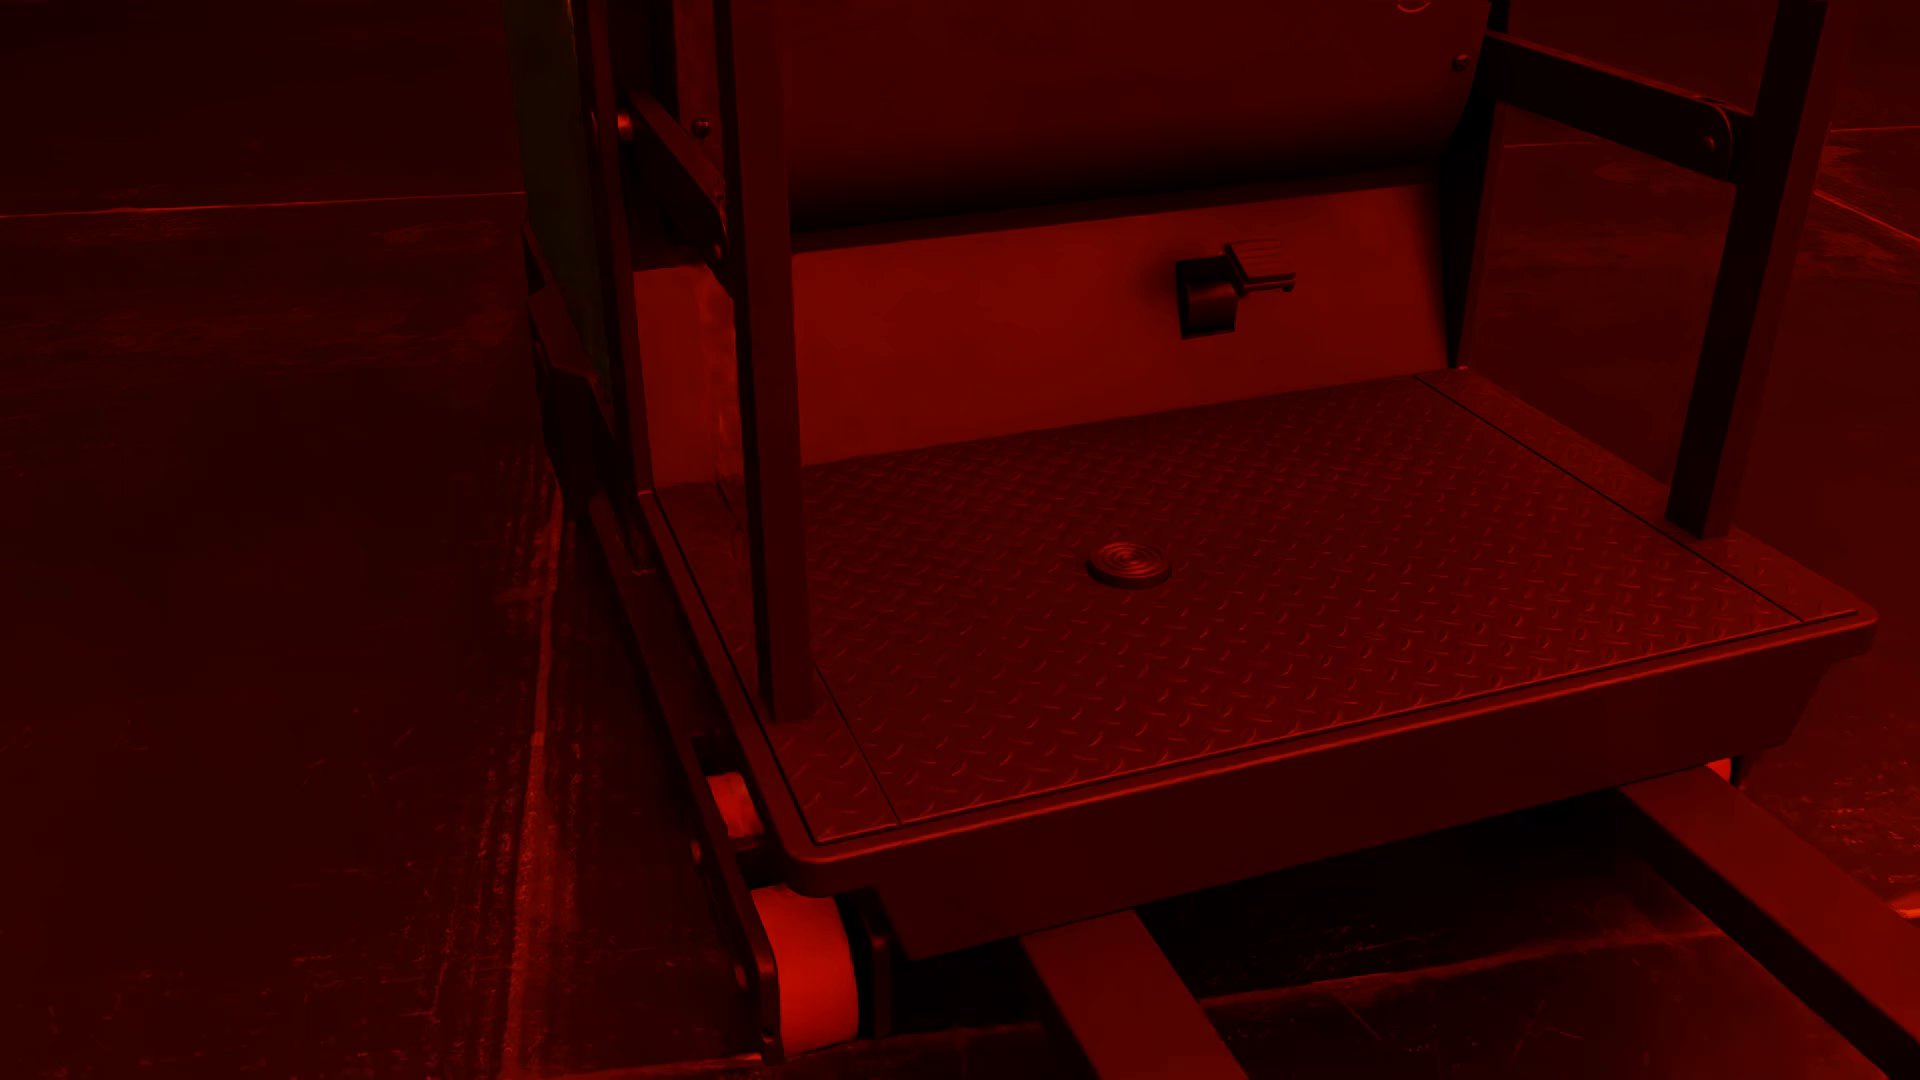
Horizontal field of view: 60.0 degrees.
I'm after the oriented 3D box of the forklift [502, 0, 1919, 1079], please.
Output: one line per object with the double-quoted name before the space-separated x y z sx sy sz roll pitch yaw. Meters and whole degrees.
"forklift" 0.220 -1.026 1.307 1.130 2.935 3.031 -10 29 -18
